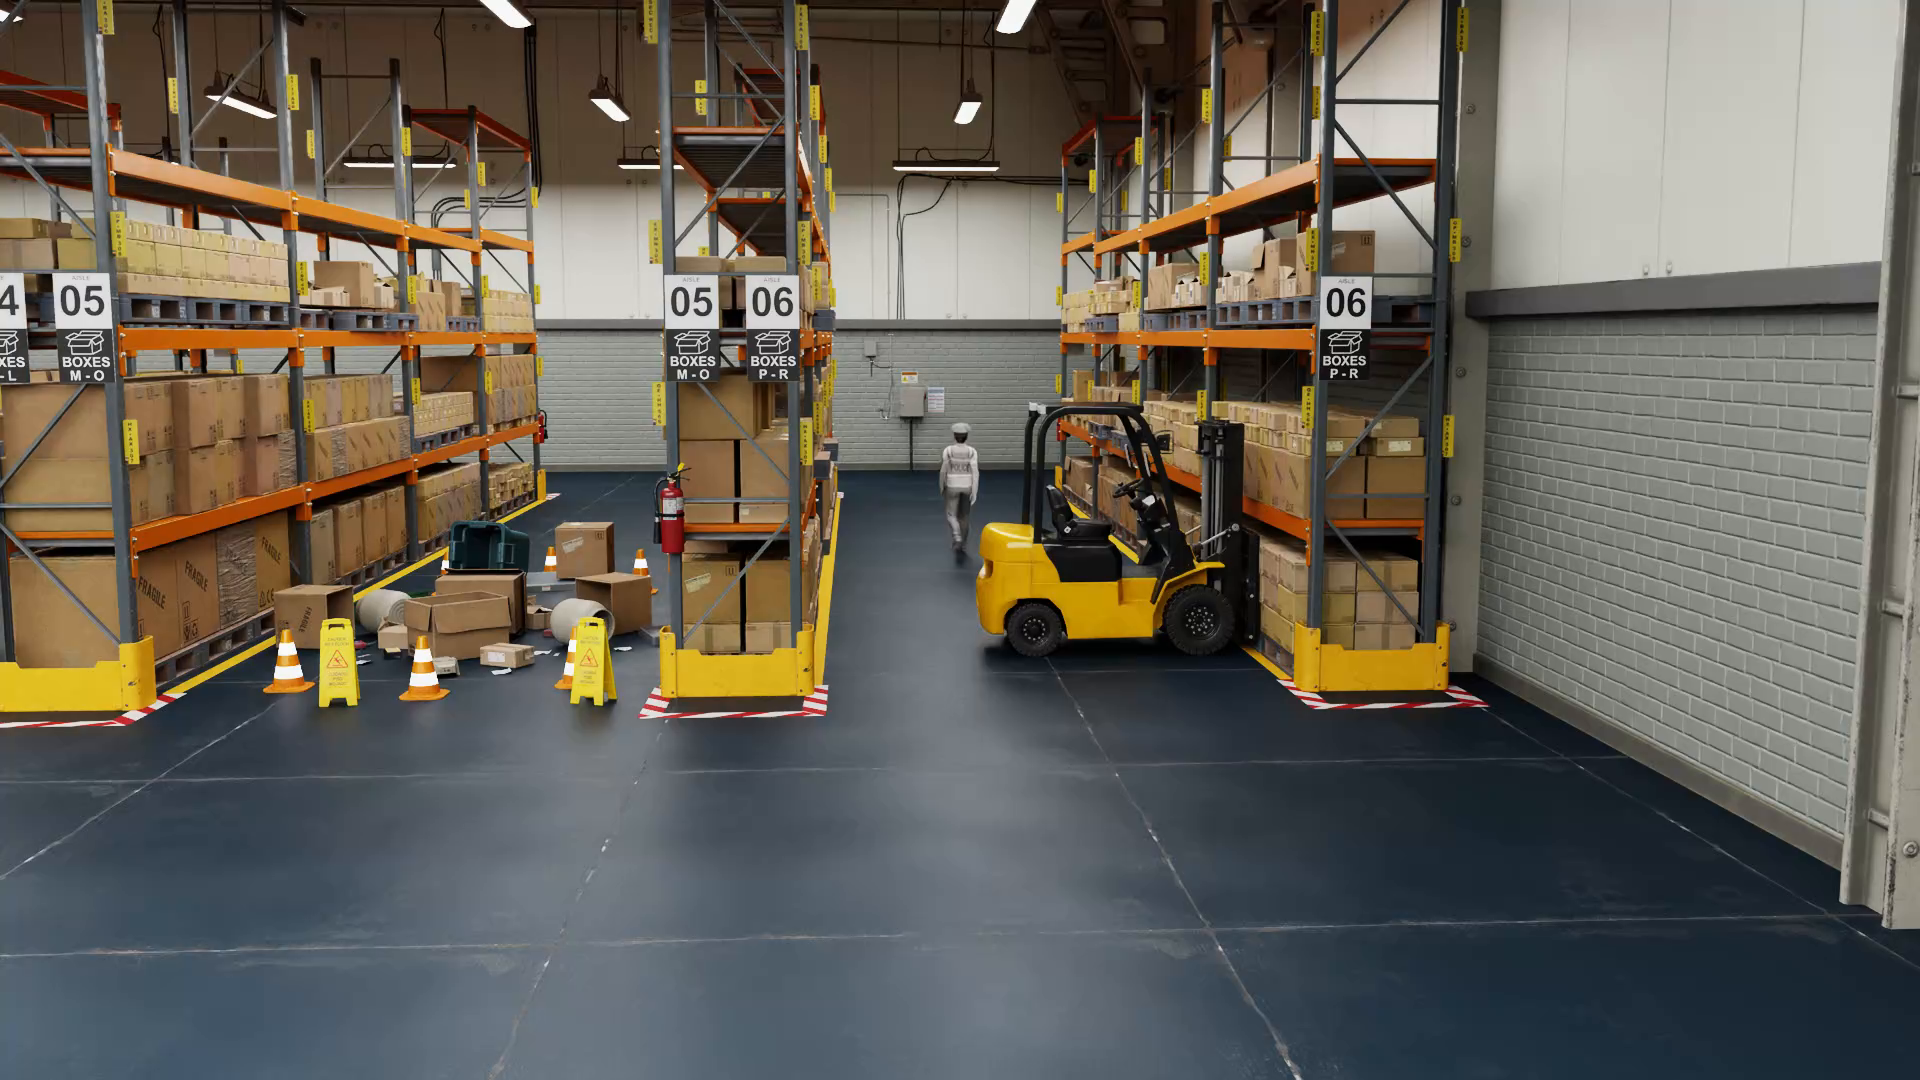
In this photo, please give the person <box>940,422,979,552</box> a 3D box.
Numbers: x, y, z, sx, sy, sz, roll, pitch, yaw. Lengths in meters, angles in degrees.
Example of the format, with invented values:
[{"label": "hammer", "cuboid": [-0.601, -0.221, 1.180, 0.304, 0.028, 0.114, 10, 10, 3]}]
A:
[{"label": "person", "cuboid": [-0.008, -0.644, 20.828, 0.475, 1.648, 0.913, -1, 7, -10]}]
